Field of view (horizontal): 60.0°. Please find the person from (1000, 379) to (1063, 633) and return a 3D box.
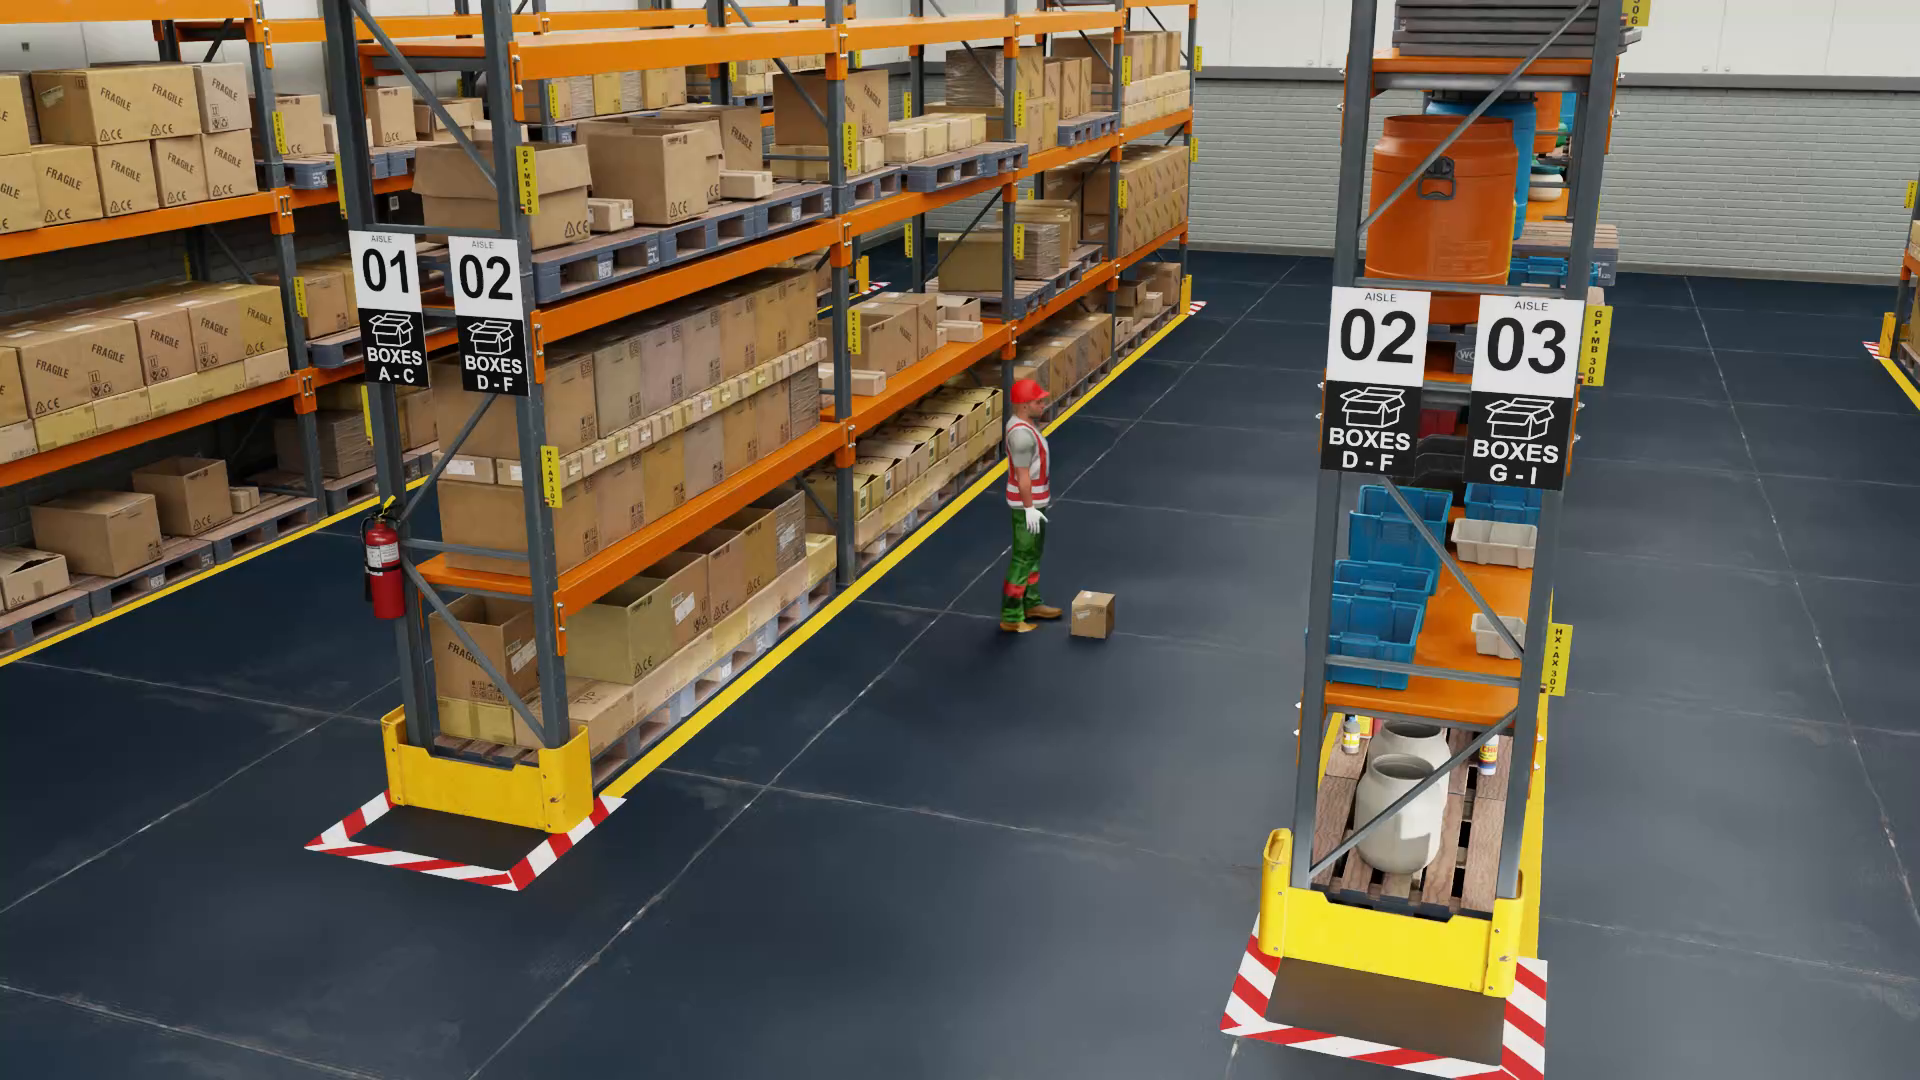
[{"bbox_3d":[0.522,-0.248,11.778,0.447,1.822,0.572,1,19,4],"label":"person"}]
